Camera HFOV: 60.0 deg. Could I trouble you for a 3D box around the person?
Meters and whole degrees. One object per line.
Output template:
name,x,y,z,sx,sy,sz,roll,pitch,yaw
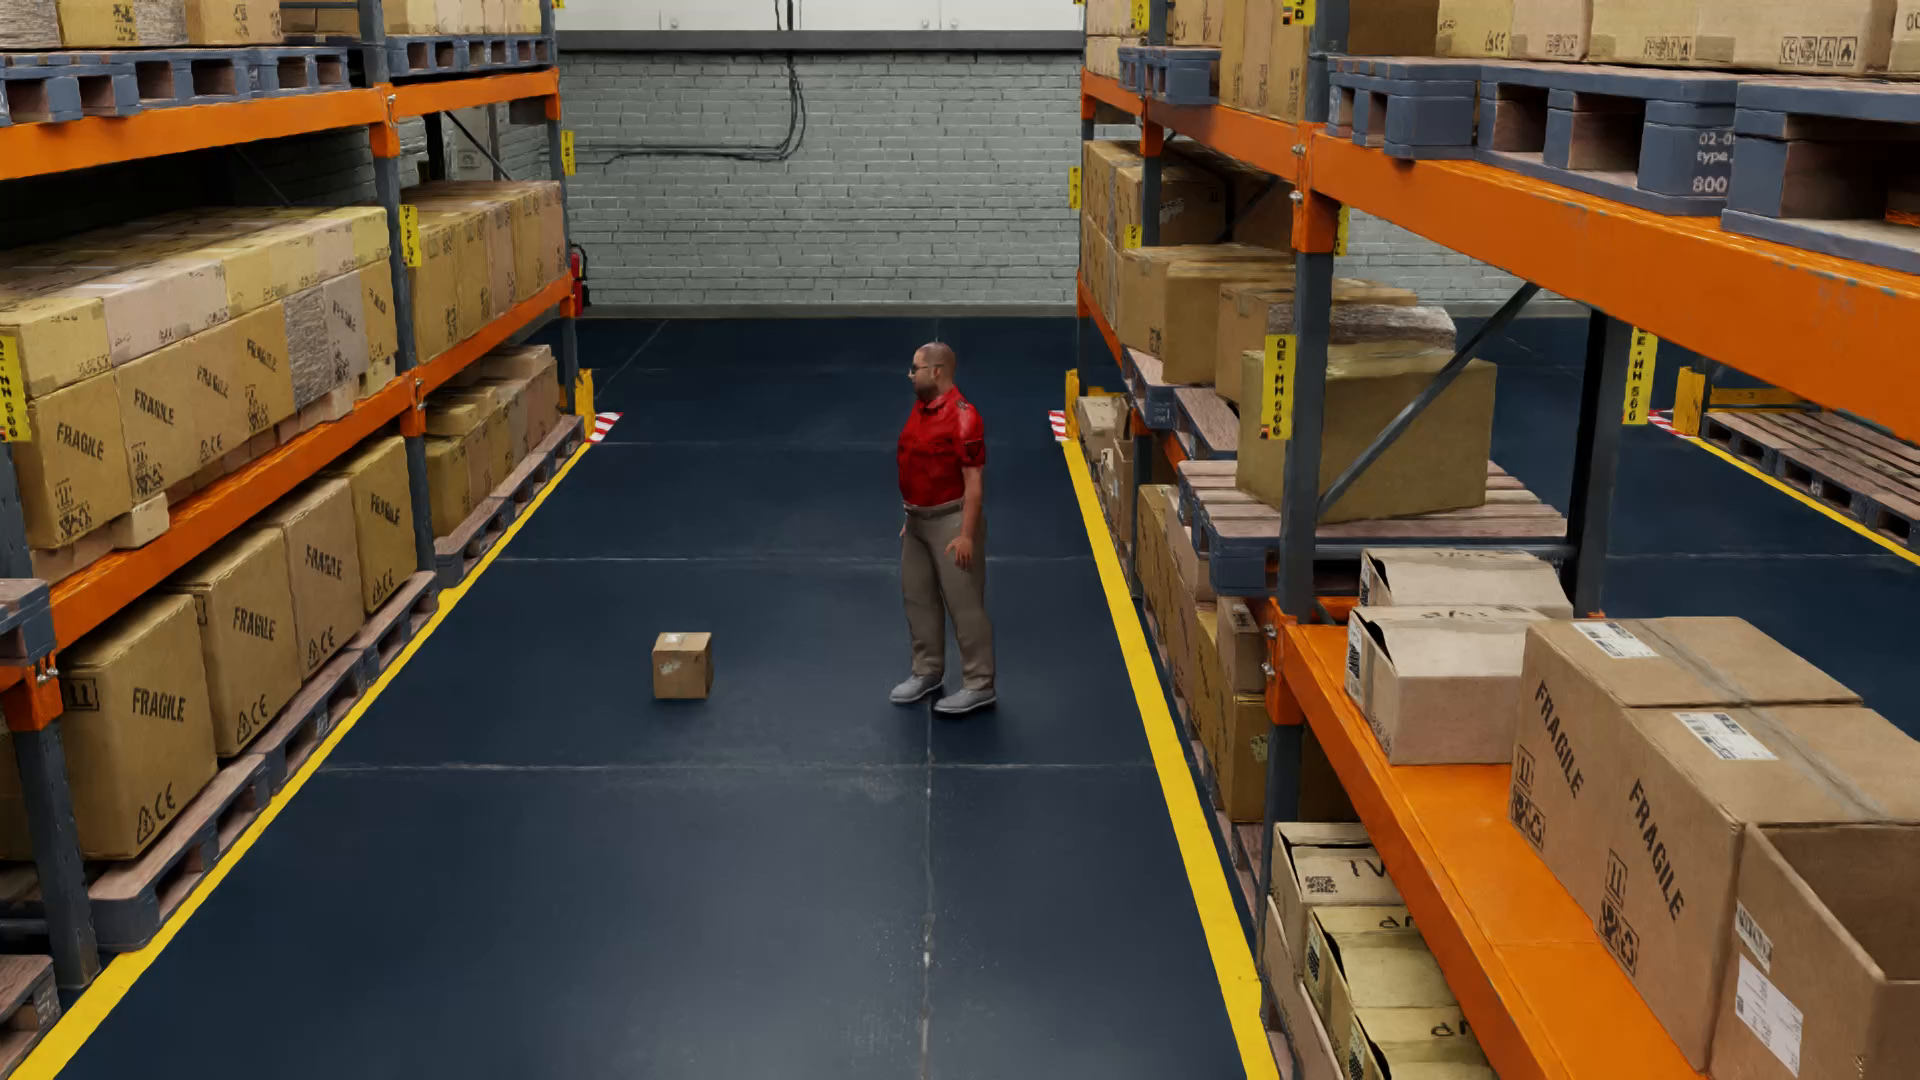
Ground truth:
person,-0.105,-0.057,7.720,0.420,1.729,0.541,-11,20,-31
